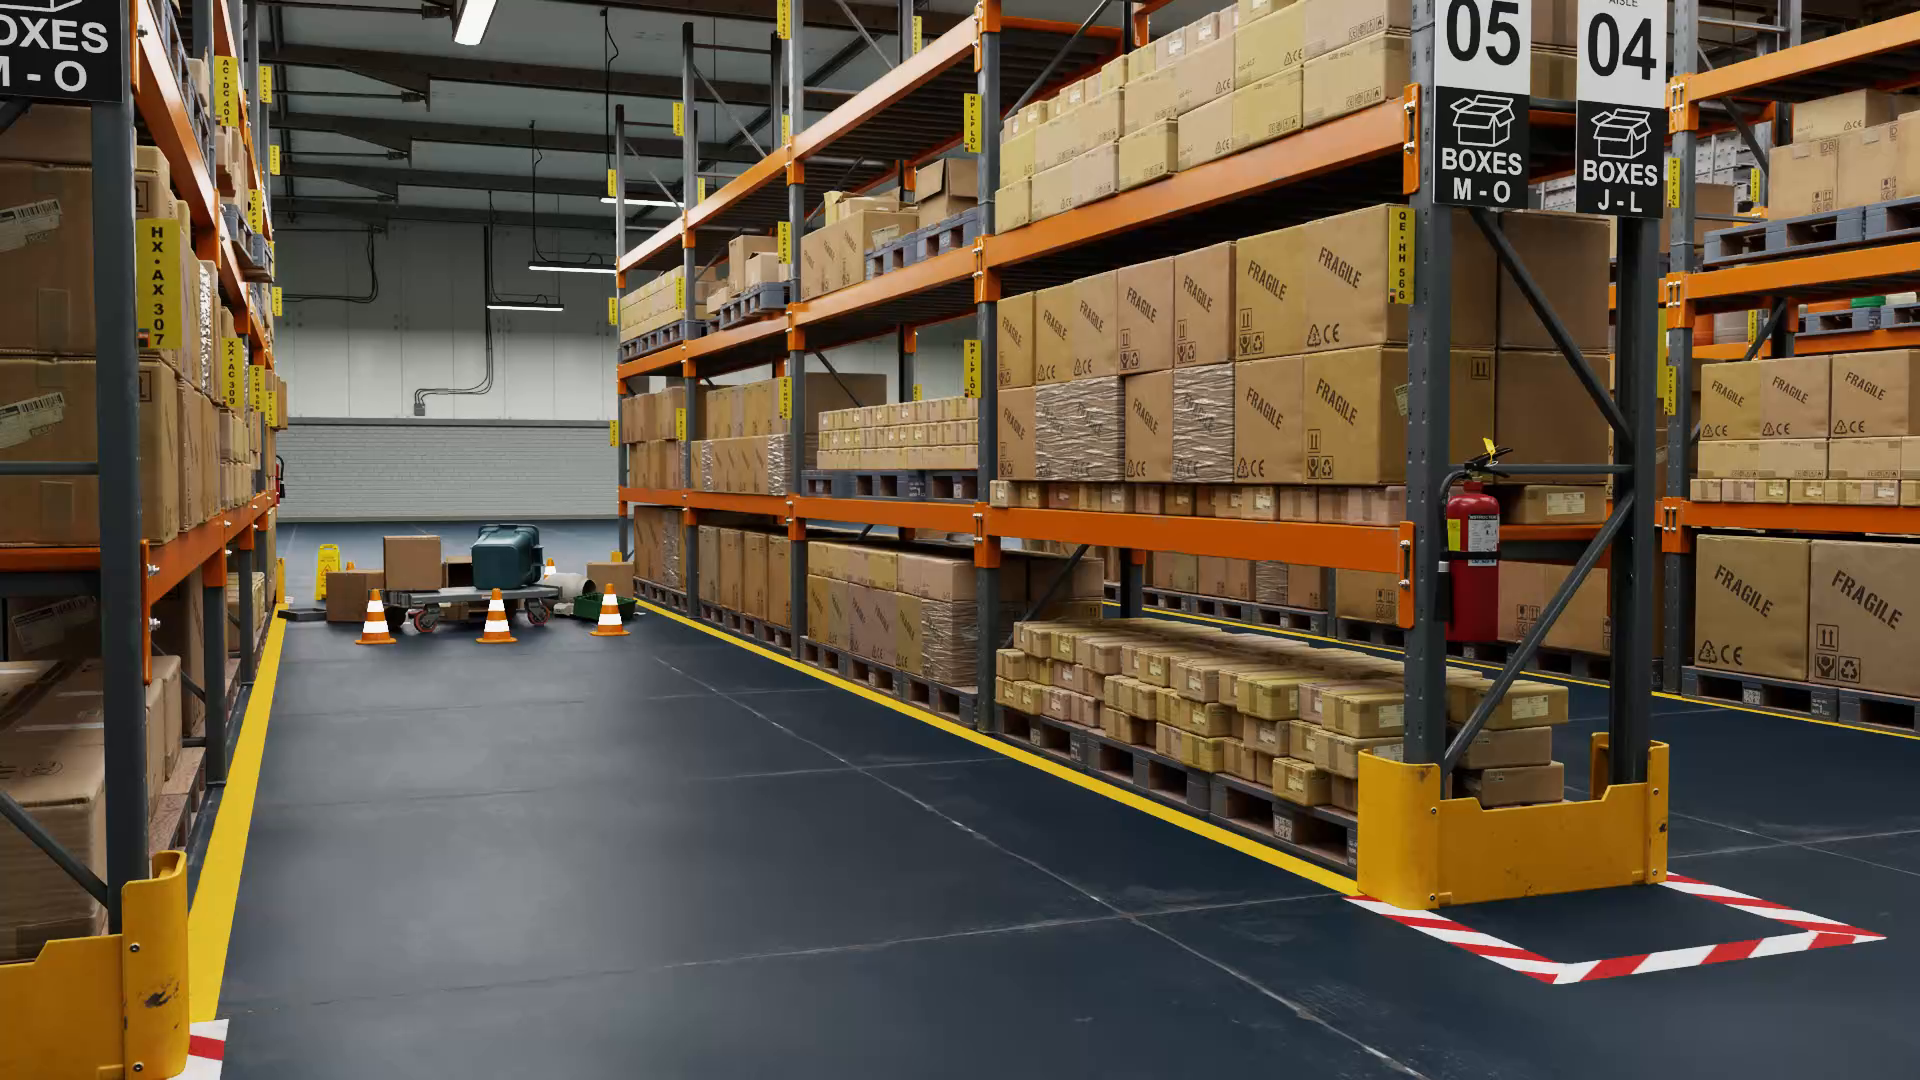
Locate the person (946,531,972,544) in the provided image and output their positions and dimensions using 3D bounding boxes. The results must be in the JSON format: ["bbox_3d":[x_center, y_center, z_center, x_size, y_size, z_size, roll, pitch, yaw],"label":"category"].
[{"bbox_3d":[-0.054,-0.039,16.969,0.522,1.675,0.475,0,2,-10],"label":"person"}]
